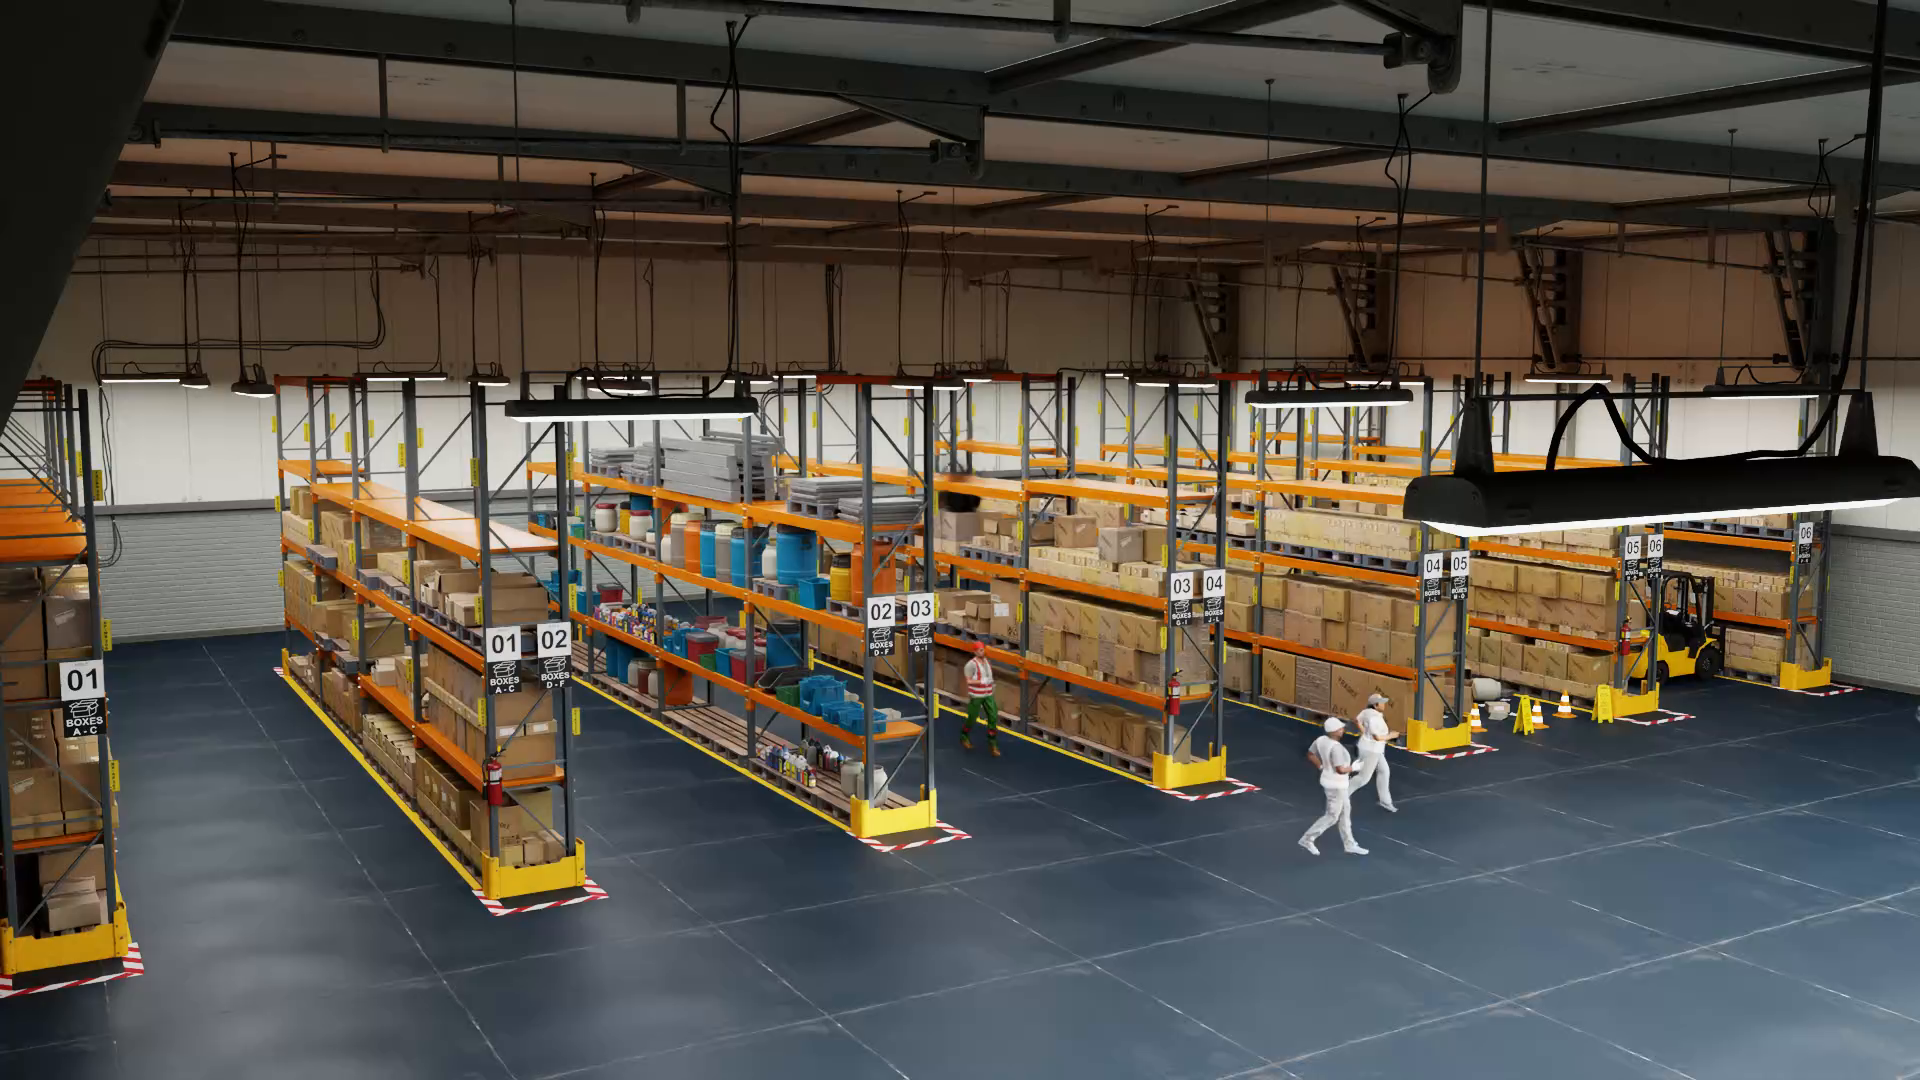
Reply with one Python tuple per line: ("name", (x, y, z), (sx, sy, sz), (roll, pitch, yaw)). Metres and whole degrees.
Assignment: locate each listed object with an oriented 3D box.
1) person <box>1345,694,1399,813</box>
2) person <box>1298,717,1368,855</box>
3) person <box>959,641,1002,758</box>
("person", (5.687, 2.979, 23.188), (0.903, 1.706, 0.614), (1, 6, 9))
("person", (4.735, 3.115, 20.993), (0.929, 1.779, 0.683), (0, 6, -2))
("person", (0.324, 2.519, 26.585), (0.654, 1.834, 0.855), (-5, 8, -37))
